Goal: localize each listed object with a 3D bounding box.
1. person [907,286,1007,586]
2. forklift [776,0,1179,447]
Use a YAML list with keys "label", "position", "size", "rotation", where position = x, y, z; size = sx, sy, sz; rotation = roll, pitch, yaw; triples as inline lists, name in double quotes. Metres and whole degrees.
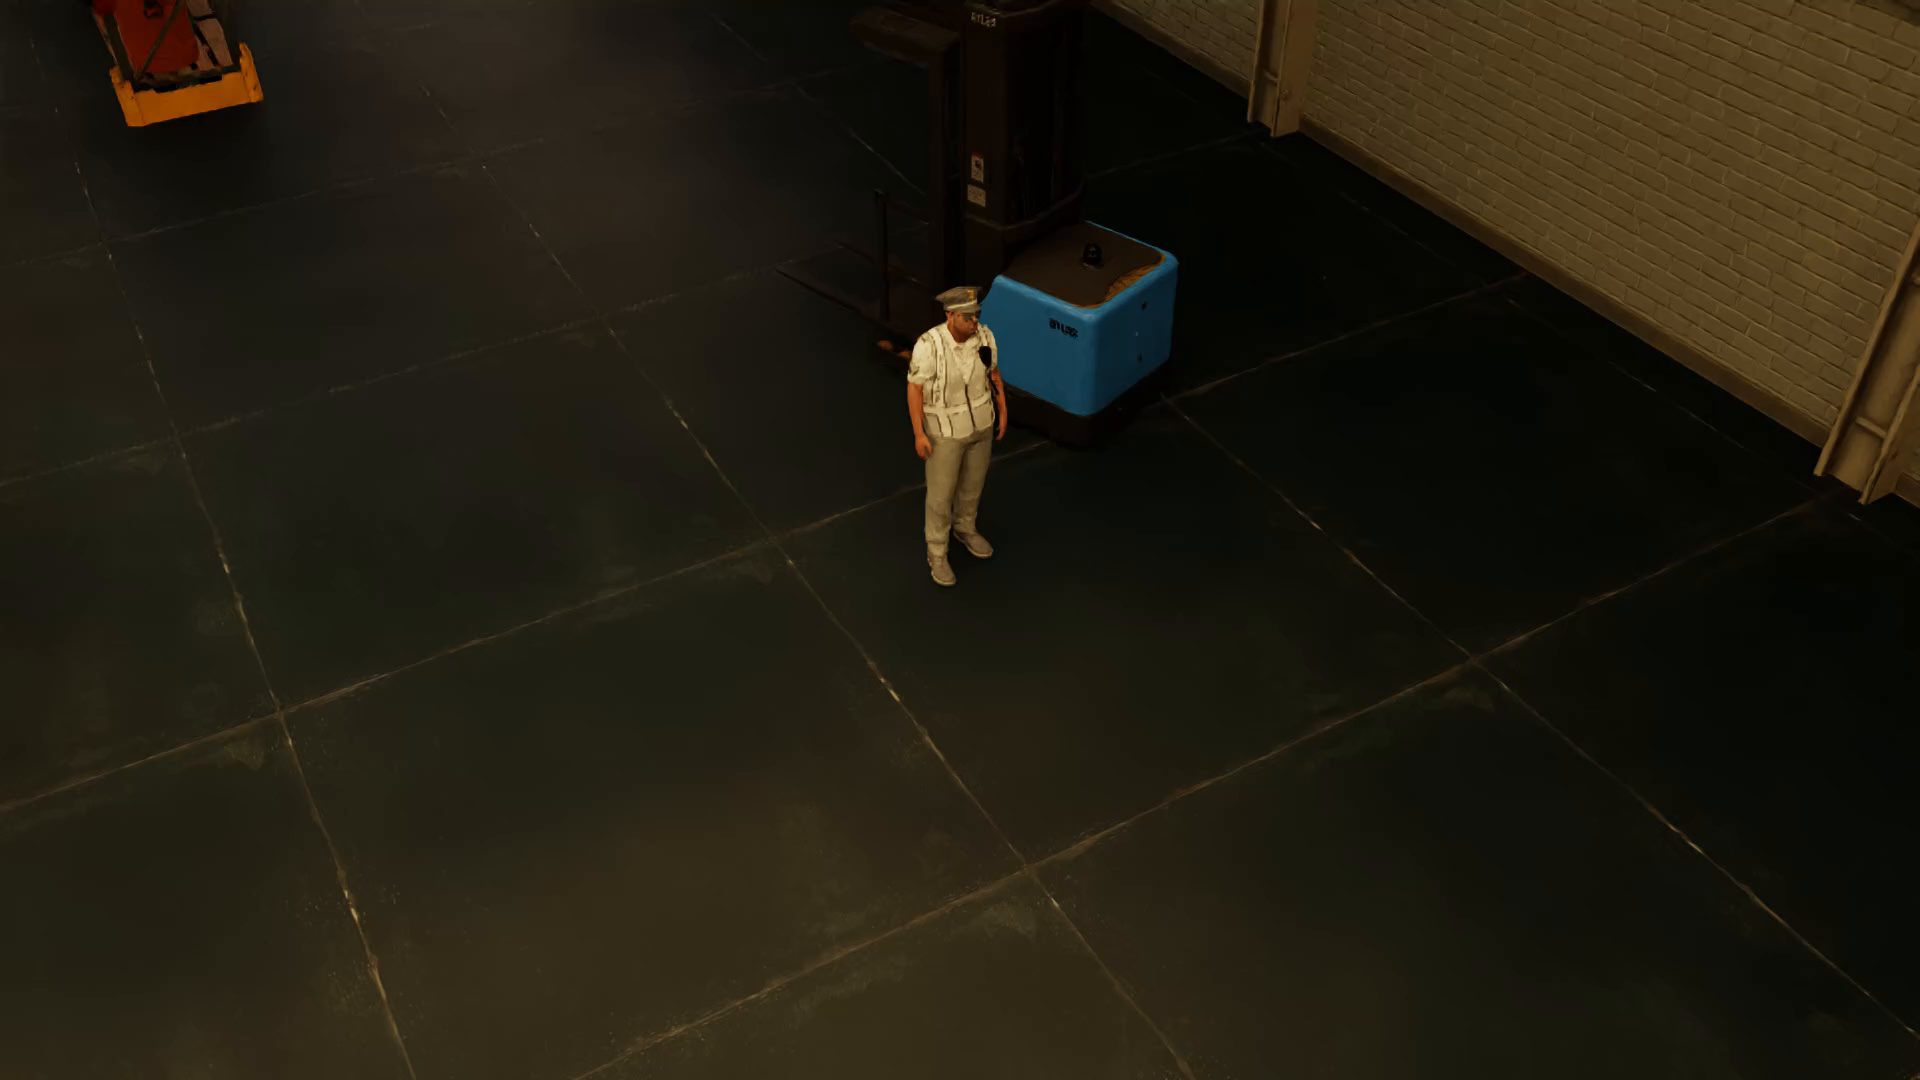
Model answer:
- label: "person"
  position: [0.029, -0.645, 9.702]
  size: [0.640, 1.781, 0.574]
  rotation: [-20, 44, -23]
- label: "forklift"
  position: [-0.003, -2.536, 11.093]
  size: [3.031, 2.935, 1.130]
  rotation: [28, 47, 30]
